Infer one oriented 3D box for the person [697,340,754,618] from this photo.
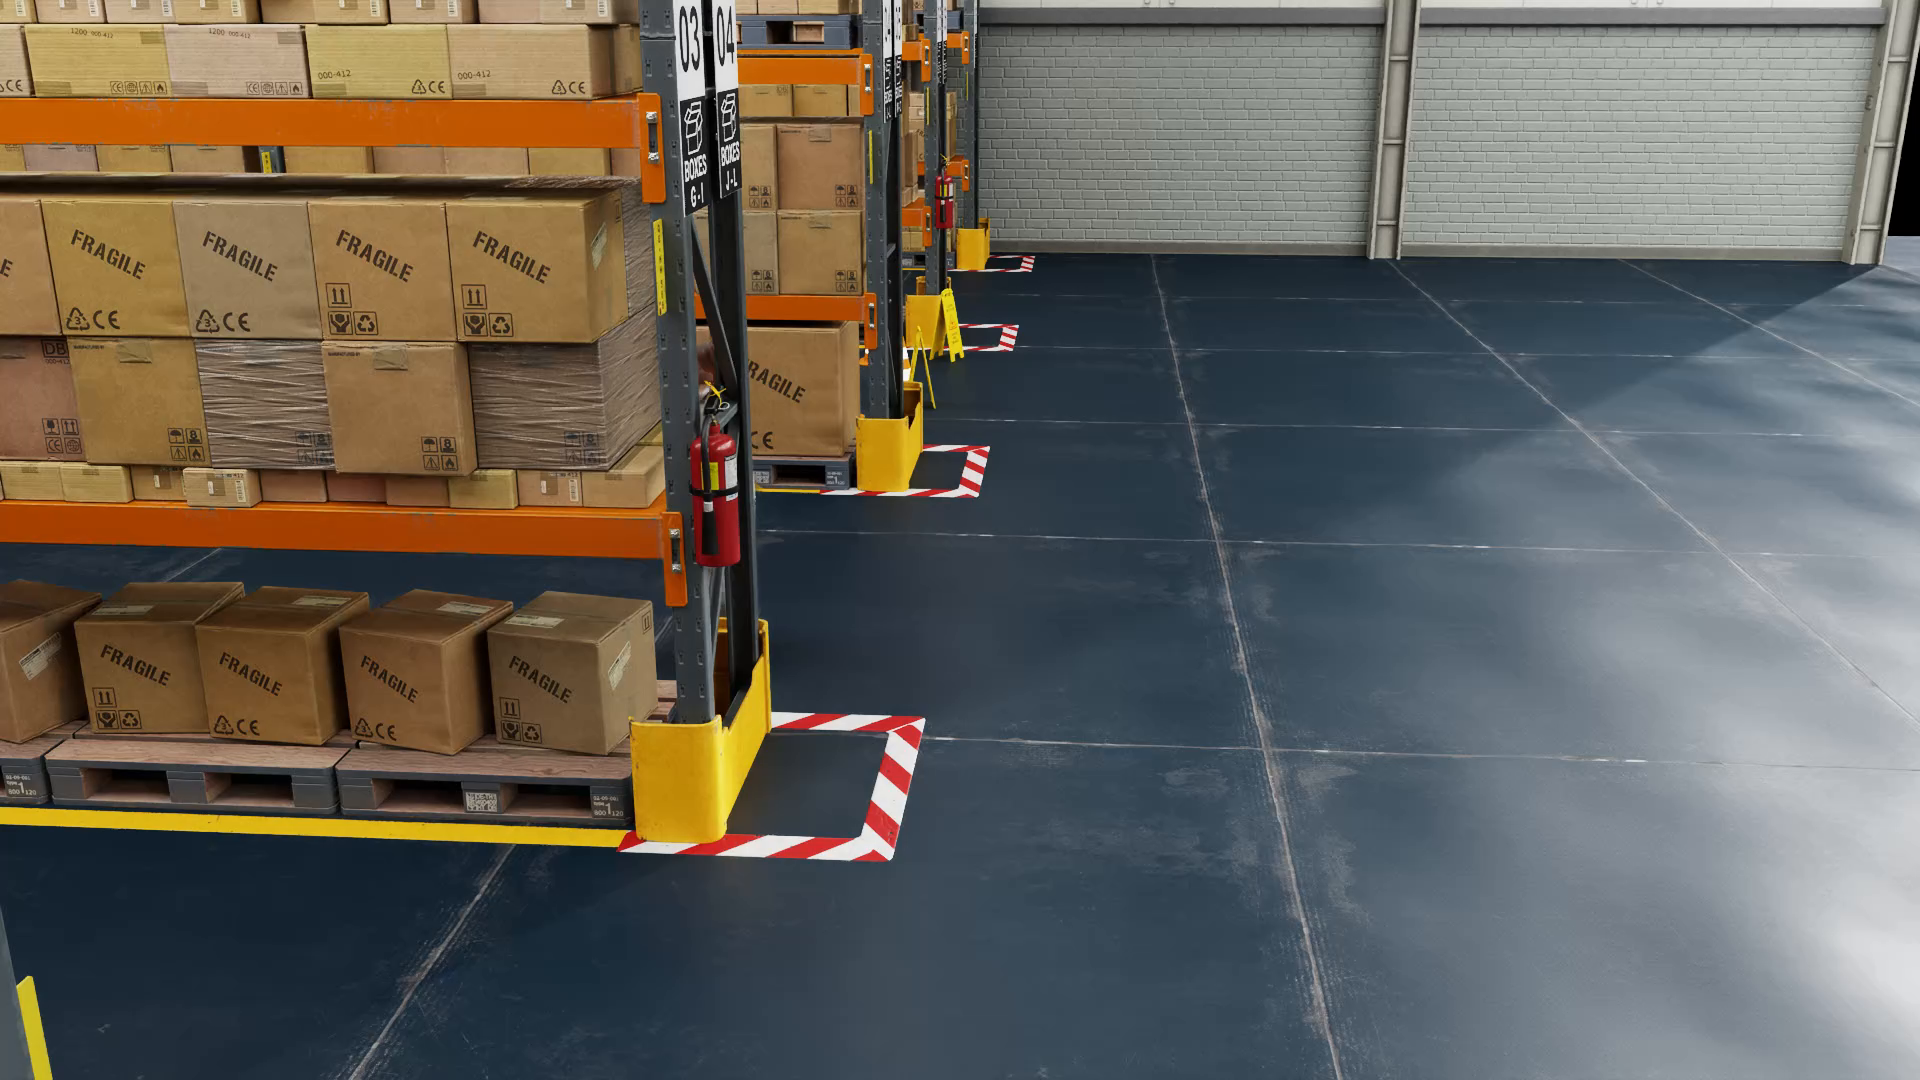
[{"bbox_3d":[-1.267,-0.199,8.196,0.495,1.599,0.383,-5,18,-15],"label":"person"}]
